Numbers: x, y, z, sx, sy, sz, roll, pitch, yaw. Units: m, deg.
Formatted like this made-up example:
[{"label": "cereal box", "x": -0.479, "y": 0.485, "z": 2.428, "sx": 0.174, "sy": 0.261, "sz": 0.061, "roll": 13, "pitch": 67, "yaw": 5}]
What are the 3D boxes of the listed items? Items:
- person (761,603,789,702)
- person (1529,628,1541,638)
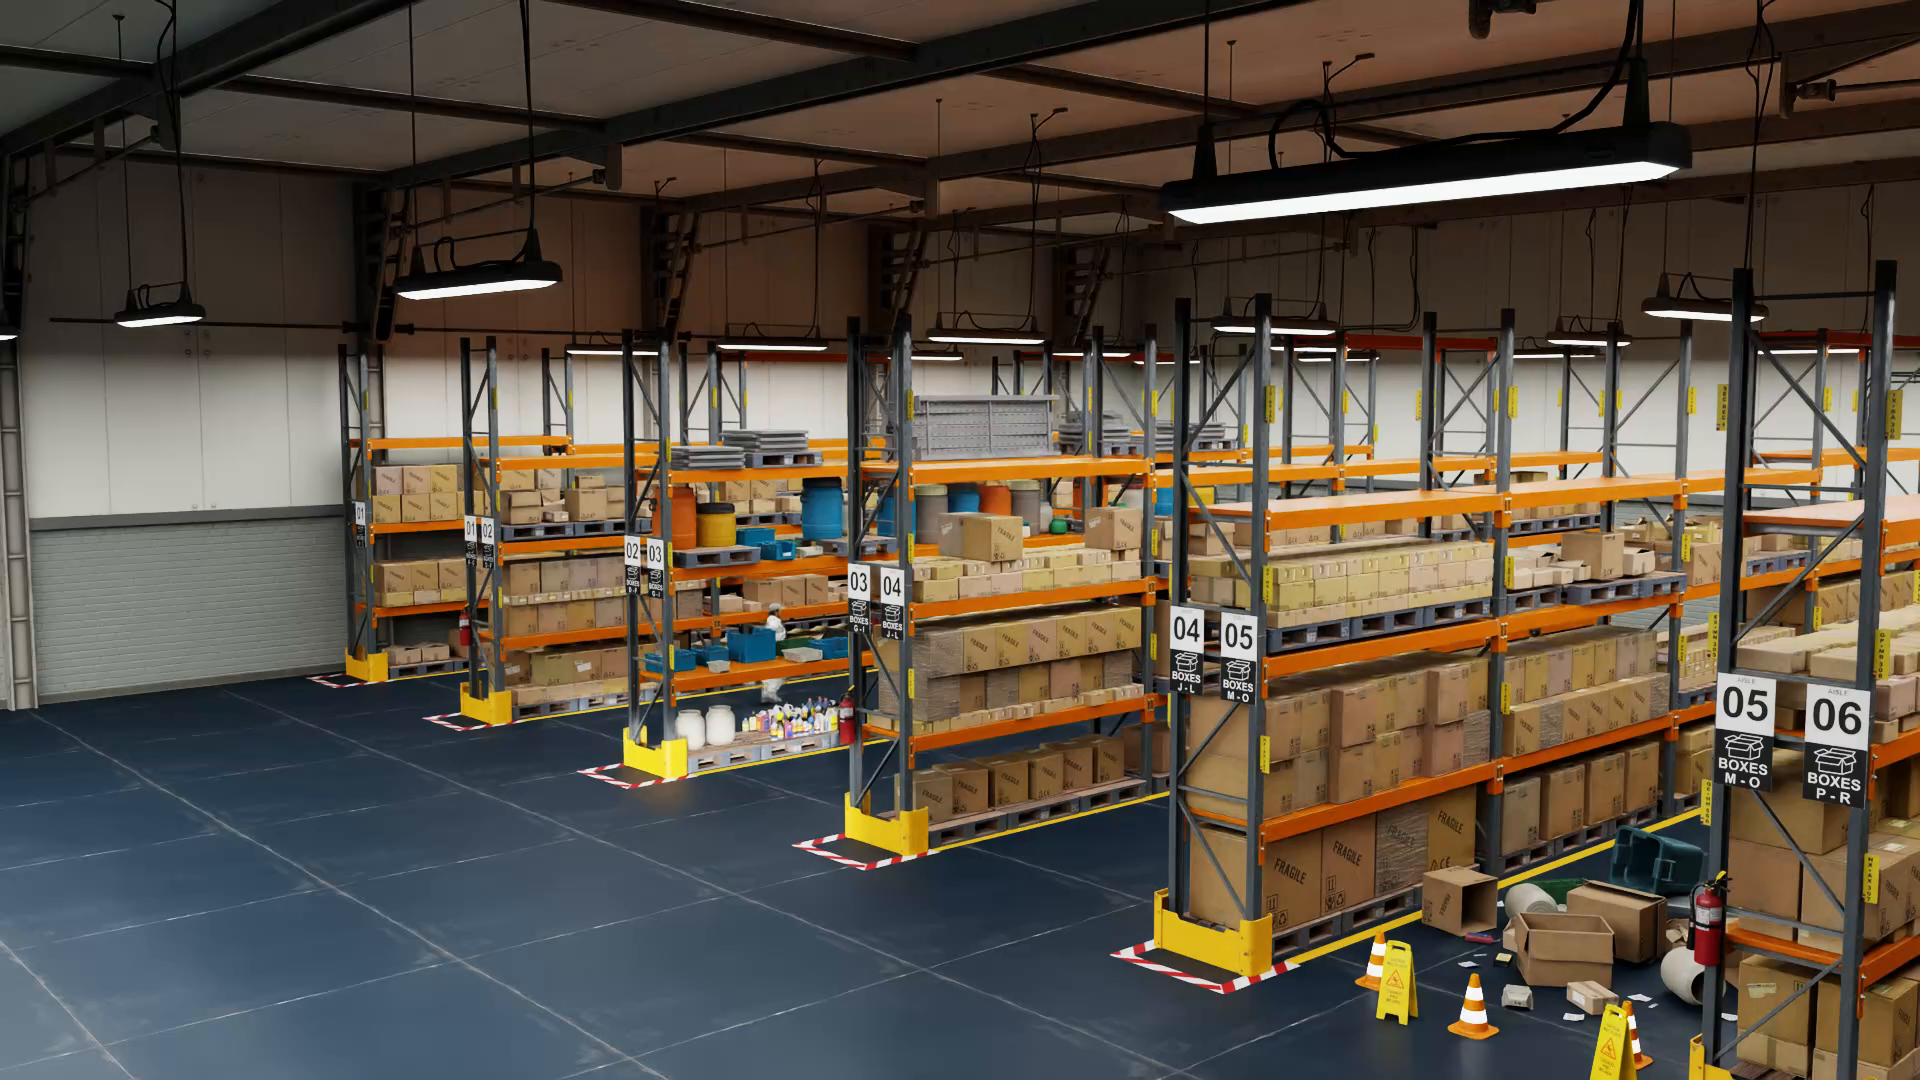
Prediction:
[{"label": "person", "x": -3.074, "y": 1.864, "z": 27.576, "sx": 0.475, "sy": 1.652, "sz": 0.538, "roll": -3, "pitch": 6, "yaw": -29}, {"label": "person", "x": 8.715, "y": 2.103, "z": 25.254, "sx": 0.506, "sy": 1.624, "sz": 0.535, "roll": -5, "pitch": 7, "yaw": -44}]
